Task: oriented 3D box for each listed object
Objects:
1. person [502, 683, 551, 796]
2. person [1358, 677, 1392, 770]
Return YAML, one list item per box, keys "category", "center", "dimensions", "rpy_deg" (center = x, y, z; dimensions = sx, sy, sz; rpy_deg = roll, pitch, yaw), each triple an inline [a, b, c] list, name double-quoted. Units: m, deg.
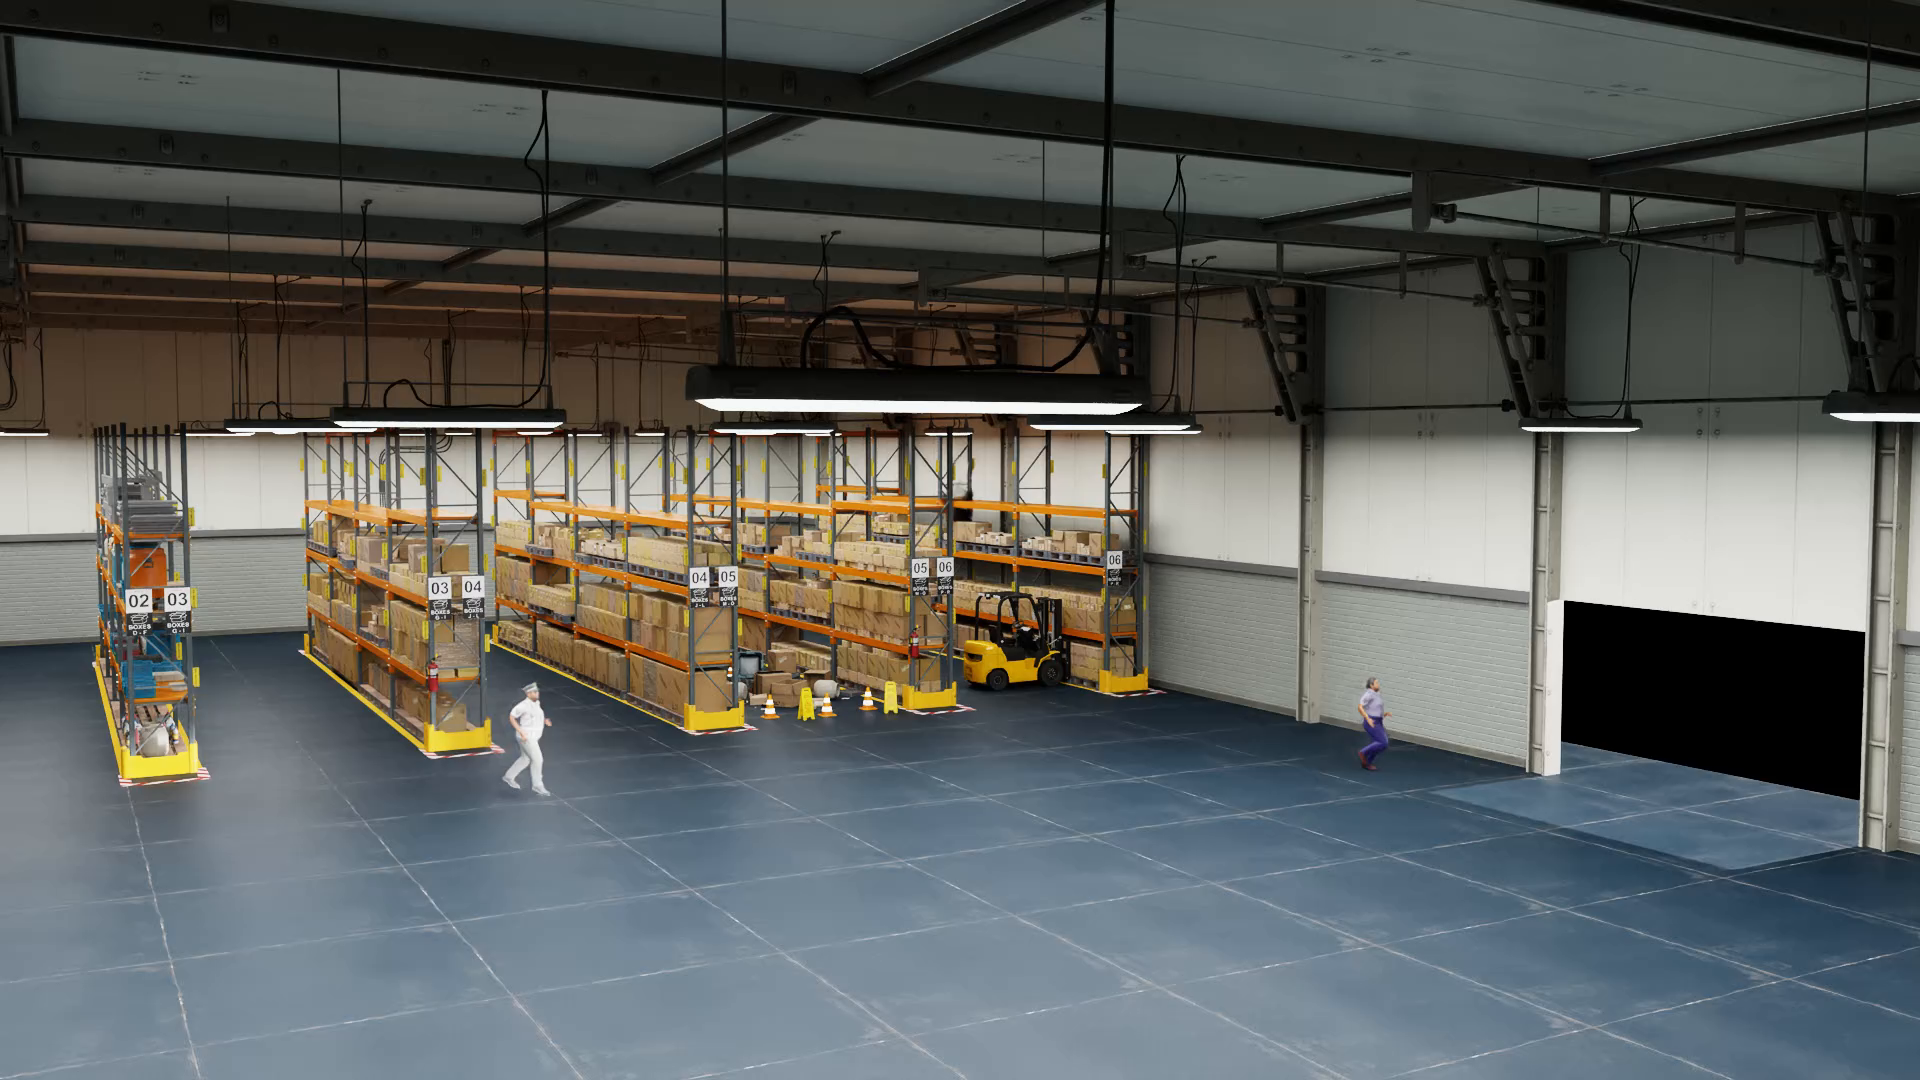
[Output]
- category: "person"
  center: [-7.008, 3.203, 26.889]
  dimensions: [0.854, 1.827, 0.655]
  rpy_deg: [0, 3, 5]
- category: "person"
  center: [7.189, 3.185, 28.755]
  dimensions: [0.538, 1.593, 0.600]
  rpy_deg: [2, 4, 26]
